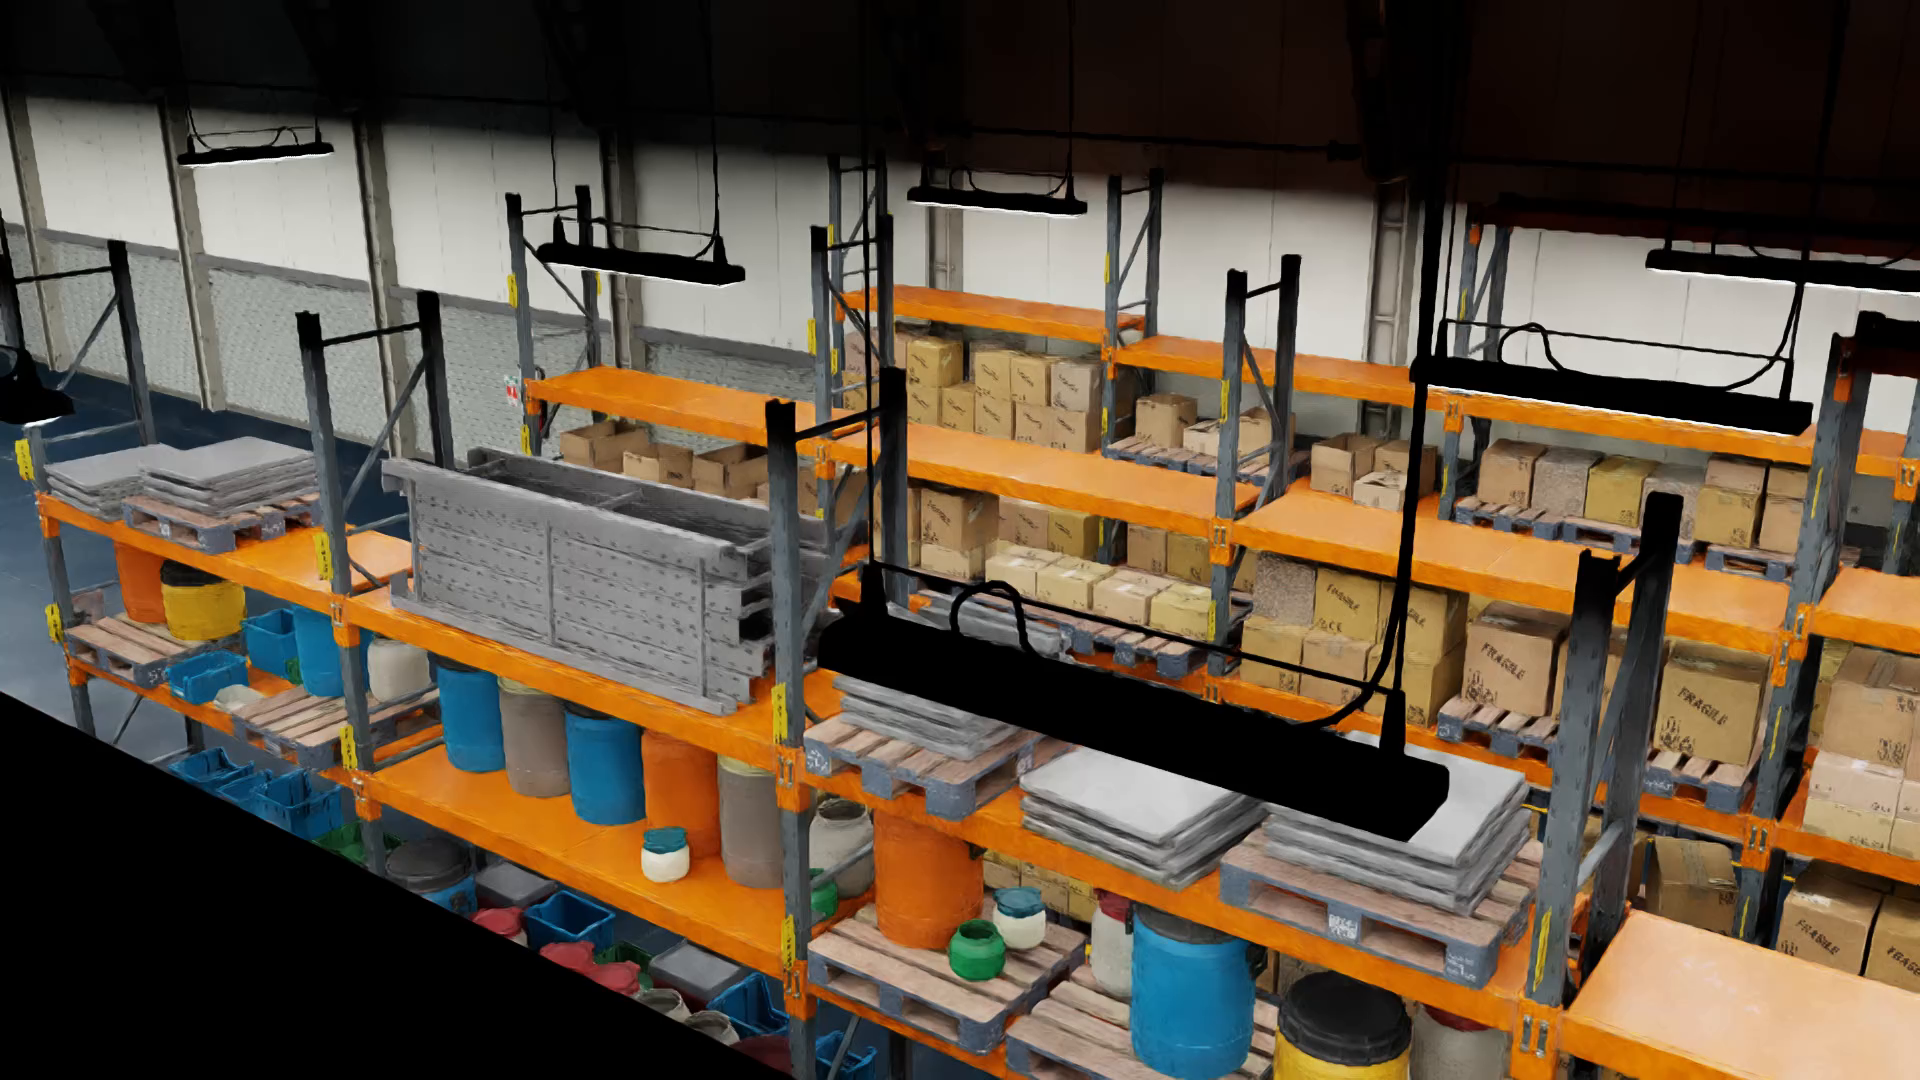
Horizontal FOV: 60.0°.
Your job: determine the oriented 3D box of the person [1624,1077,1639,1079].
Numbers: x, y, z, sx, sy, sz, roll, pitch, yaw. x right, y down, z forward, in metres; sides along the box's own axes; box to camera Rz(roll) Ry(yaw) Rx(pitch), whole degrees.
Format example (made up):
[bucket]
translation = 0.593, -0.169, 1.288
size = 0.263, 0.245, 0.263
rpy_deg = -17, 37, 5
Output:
[person]
translation = 4.192, 4.076, 10.419
size = 1.083, 1.567, 0.478
rpy_deg = 12, 22, 32
